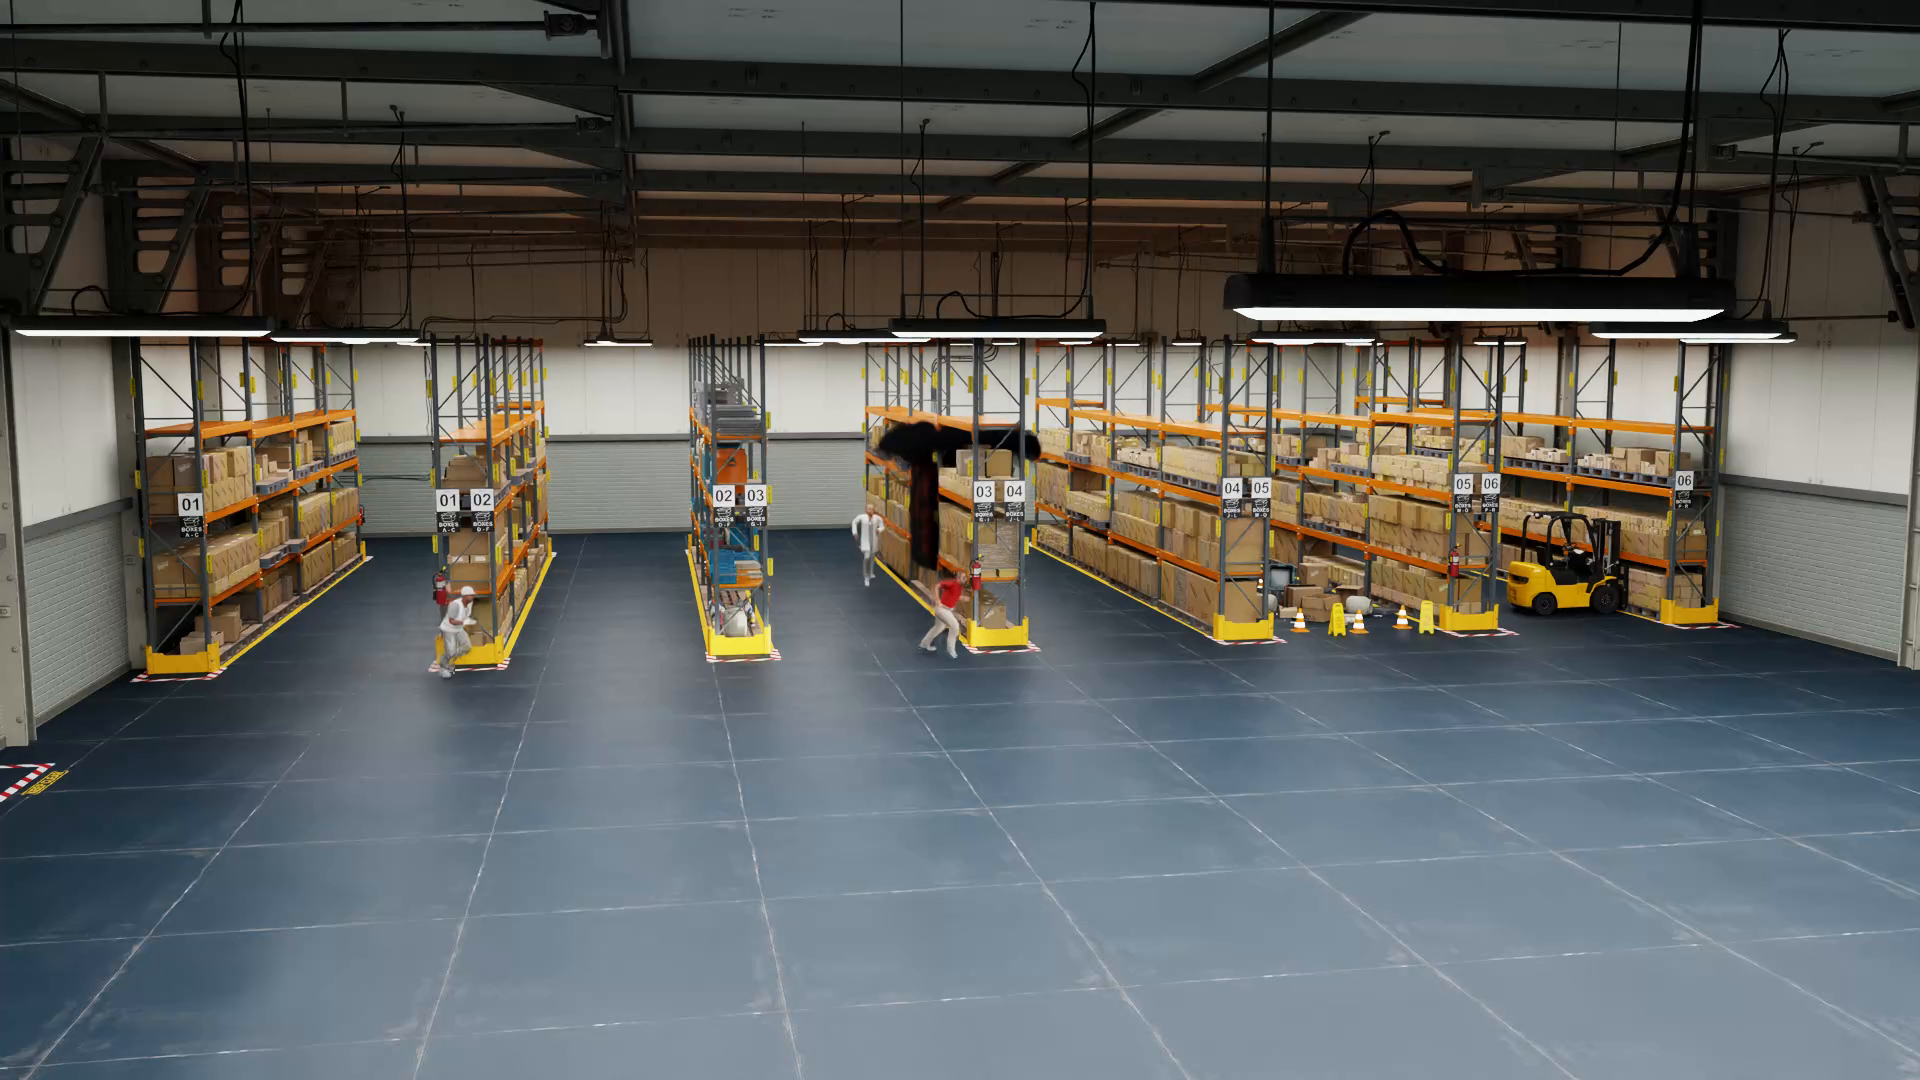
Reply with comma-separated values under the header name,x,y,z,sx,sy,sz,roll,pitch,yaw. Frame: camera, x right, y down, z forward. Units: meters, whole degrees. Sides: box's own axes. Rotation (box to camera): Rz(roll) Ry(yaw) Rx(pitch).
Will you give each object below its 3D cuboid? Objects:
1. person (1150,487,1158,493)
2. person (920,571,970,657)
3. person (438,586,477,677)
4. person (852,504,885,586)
name,x,y,z,sx,sy,sz,roll,pitch,yaw
person,5.853,-0.950,50.487,0.841,1.816,0.692,-2,7,-18
person,-0.305,1.395,31.117,1.013,1.688,0.706,3,7,23
person,-8.741,1.593,29.064,0.885,1.613,0.696,3,7,22
person,-2.134,0.113,39.100,0.729,1.915,0.800,-2,7,-16
